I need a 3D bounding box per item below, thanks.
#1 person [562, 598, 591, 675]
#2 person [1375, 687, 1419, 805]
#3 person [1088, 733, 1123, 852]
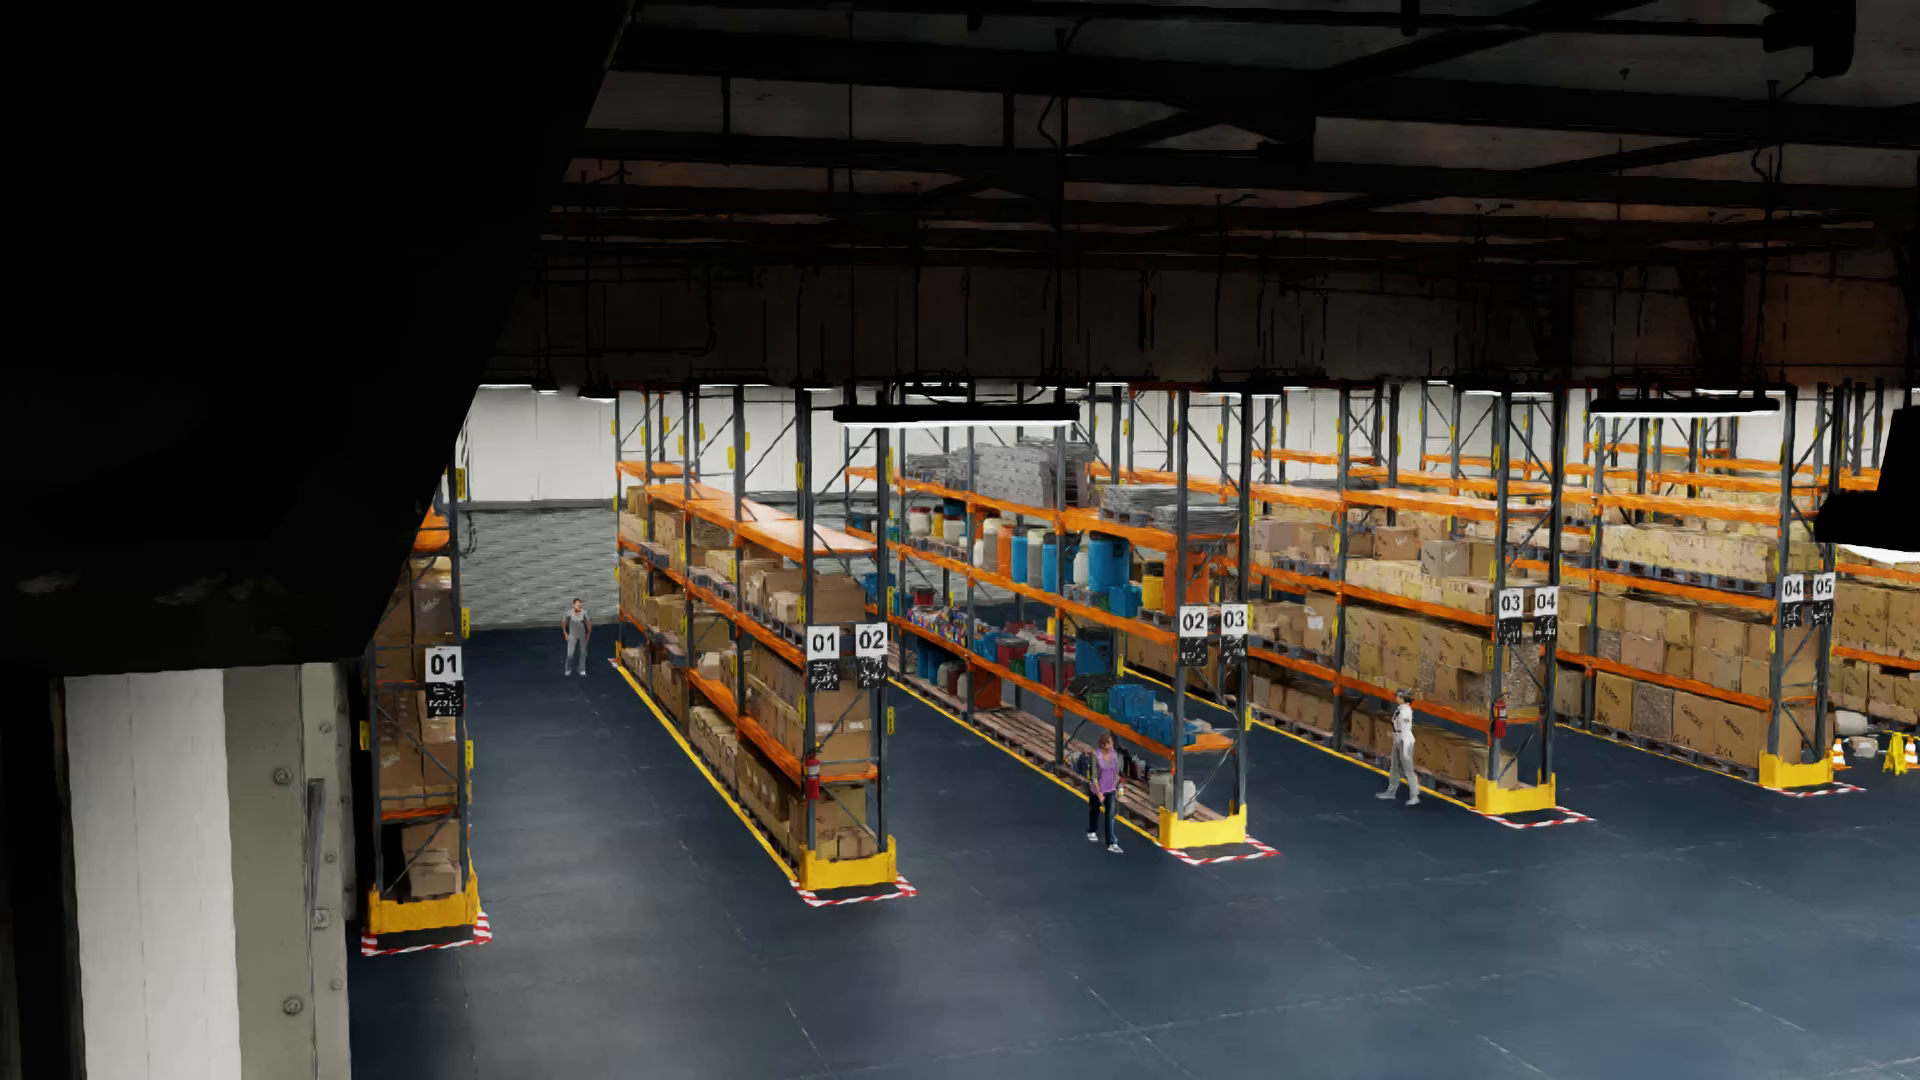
[{"bbox_3d":[-7.794,1.961,33.816,0.580,1.618,0.507,-2,6,-21],"label":"person"},{"bbox_3d":[6.342,2.948,24.064,0.581,1.667,0.658,0,6,3],"label":"person"},{"bbox_3d":[1.895,3.258,21.680,0.406,1.524,0.999,-1,6,-13],"label":"person"}]
